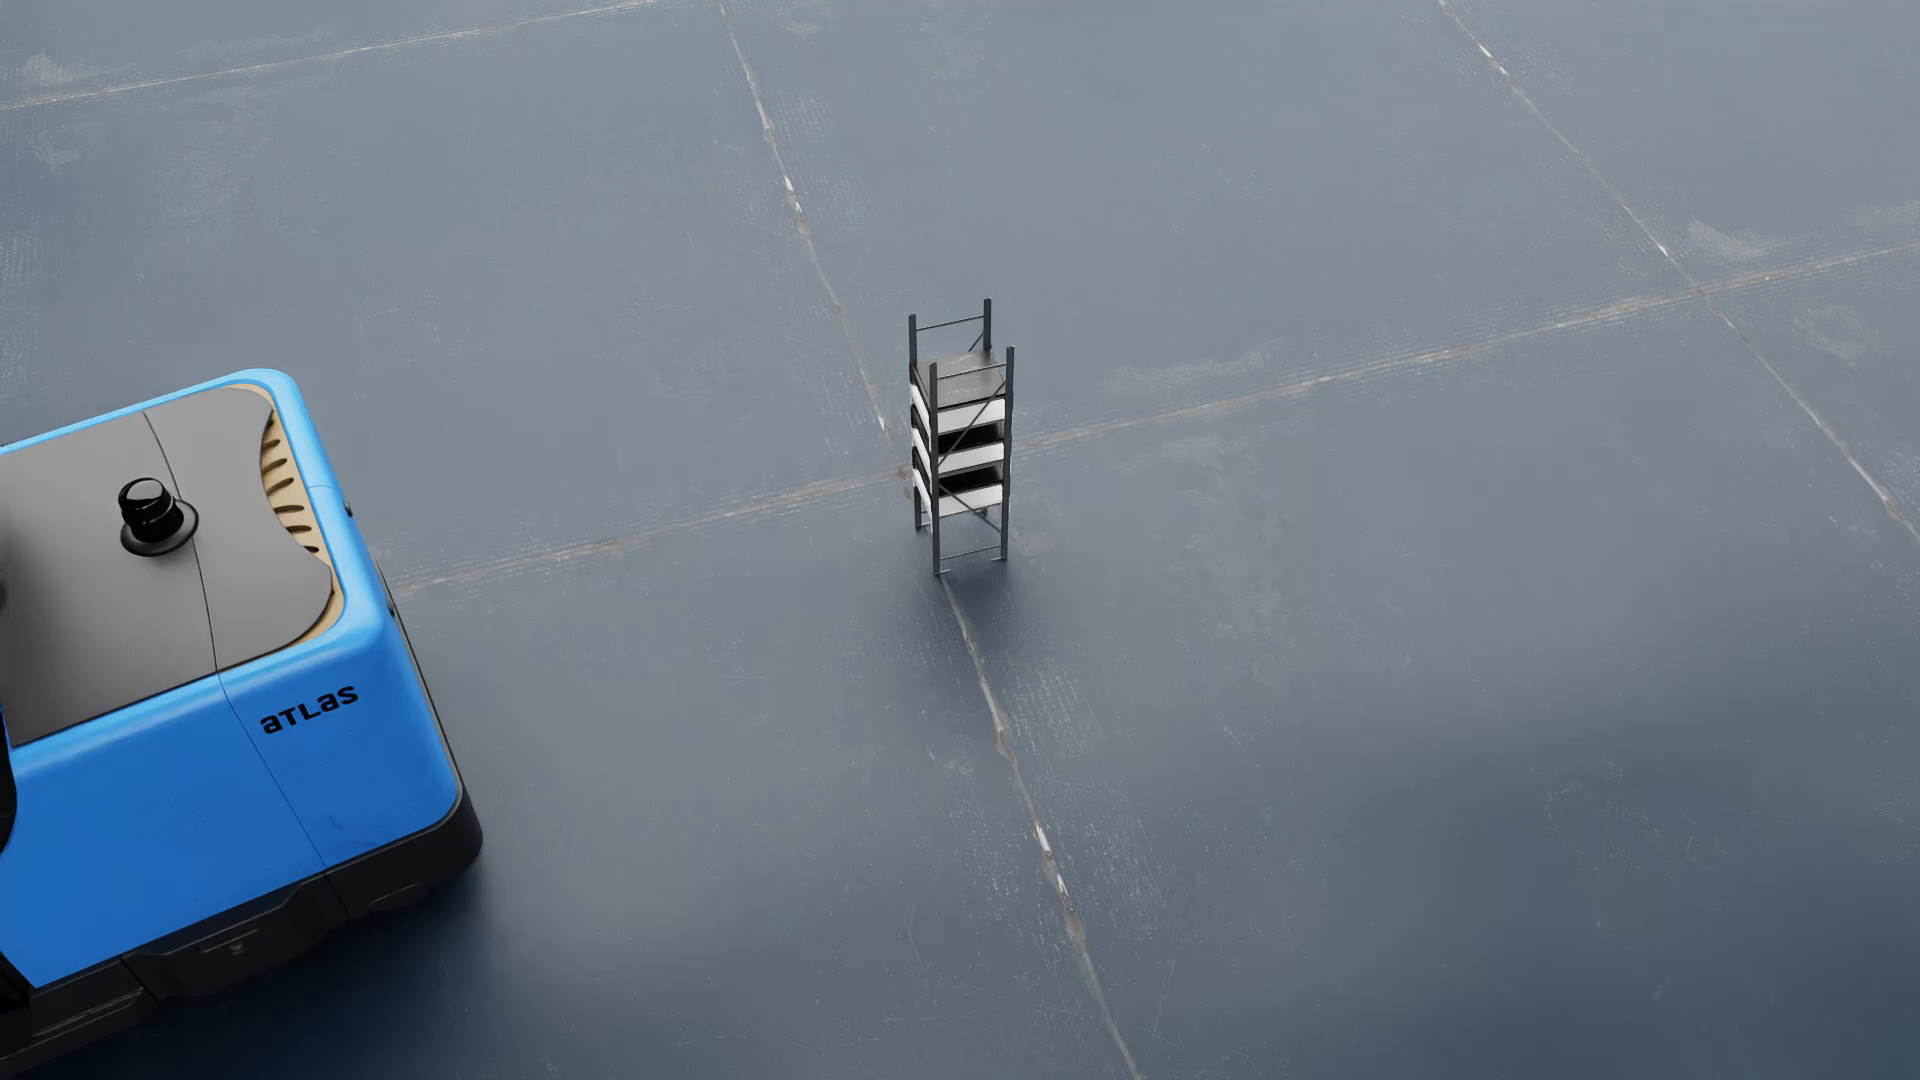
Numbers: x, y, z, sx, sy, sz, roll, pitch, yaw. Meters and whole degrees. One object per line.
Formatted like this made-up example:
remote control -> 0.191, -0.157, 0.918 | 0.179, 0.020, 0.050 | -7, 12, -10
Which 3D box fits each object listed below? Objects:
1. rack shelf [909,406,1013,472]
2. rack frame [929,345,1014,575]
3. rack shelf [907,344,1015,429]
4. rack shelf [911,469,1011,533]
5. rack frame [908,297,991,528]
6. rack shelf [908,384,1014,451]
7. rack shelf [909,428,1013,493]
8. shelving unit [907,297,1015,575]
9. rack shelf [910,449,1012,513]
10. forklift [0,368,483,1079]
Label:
rack shelf -> 0.002, -0.321, 4.858 | 0.258, 0.077, 0.200 | -13, 51, -11
rack frame -> 0.032, -0.210, 4.838 | 0.240, 0.900, 0.006 | -13, 51, -11
rack shelf -> 0.002, -0.437, 4.720 | 0.258, 0.077, 0.200 | -13, 51, -11
rack shelf -> 0.002, -0.147, 5.064 | 0.258, 0.077, 0.200 | -13, 51, -11
rack frame -> -0.028, -0.358, 4.964 | 0.240, 0.900, 0.006 | -13, 51, -11
rack shelf -> 0.002, -0.379, 4.789 | 0.258, 0.077, 0.200 | -13, 51, -11
rack shelf -> 0.002, -0.263, 4.926 | 0.258, 0.077, 0.200 | -13, 51, -11
shelving unit -> 0.002, -0.284, 4.901 | 0.258, 0.900, 0.210 | -13, 51, -11
rack shelf -> 0.002, -0.205, 4.995 | 0.258, 0.077, 0.200 | -13, 51, -11
forklift -> -2.831, 0.135, 3.220 | 3.031, 2.935, 1.130 | -22, 53, -17
